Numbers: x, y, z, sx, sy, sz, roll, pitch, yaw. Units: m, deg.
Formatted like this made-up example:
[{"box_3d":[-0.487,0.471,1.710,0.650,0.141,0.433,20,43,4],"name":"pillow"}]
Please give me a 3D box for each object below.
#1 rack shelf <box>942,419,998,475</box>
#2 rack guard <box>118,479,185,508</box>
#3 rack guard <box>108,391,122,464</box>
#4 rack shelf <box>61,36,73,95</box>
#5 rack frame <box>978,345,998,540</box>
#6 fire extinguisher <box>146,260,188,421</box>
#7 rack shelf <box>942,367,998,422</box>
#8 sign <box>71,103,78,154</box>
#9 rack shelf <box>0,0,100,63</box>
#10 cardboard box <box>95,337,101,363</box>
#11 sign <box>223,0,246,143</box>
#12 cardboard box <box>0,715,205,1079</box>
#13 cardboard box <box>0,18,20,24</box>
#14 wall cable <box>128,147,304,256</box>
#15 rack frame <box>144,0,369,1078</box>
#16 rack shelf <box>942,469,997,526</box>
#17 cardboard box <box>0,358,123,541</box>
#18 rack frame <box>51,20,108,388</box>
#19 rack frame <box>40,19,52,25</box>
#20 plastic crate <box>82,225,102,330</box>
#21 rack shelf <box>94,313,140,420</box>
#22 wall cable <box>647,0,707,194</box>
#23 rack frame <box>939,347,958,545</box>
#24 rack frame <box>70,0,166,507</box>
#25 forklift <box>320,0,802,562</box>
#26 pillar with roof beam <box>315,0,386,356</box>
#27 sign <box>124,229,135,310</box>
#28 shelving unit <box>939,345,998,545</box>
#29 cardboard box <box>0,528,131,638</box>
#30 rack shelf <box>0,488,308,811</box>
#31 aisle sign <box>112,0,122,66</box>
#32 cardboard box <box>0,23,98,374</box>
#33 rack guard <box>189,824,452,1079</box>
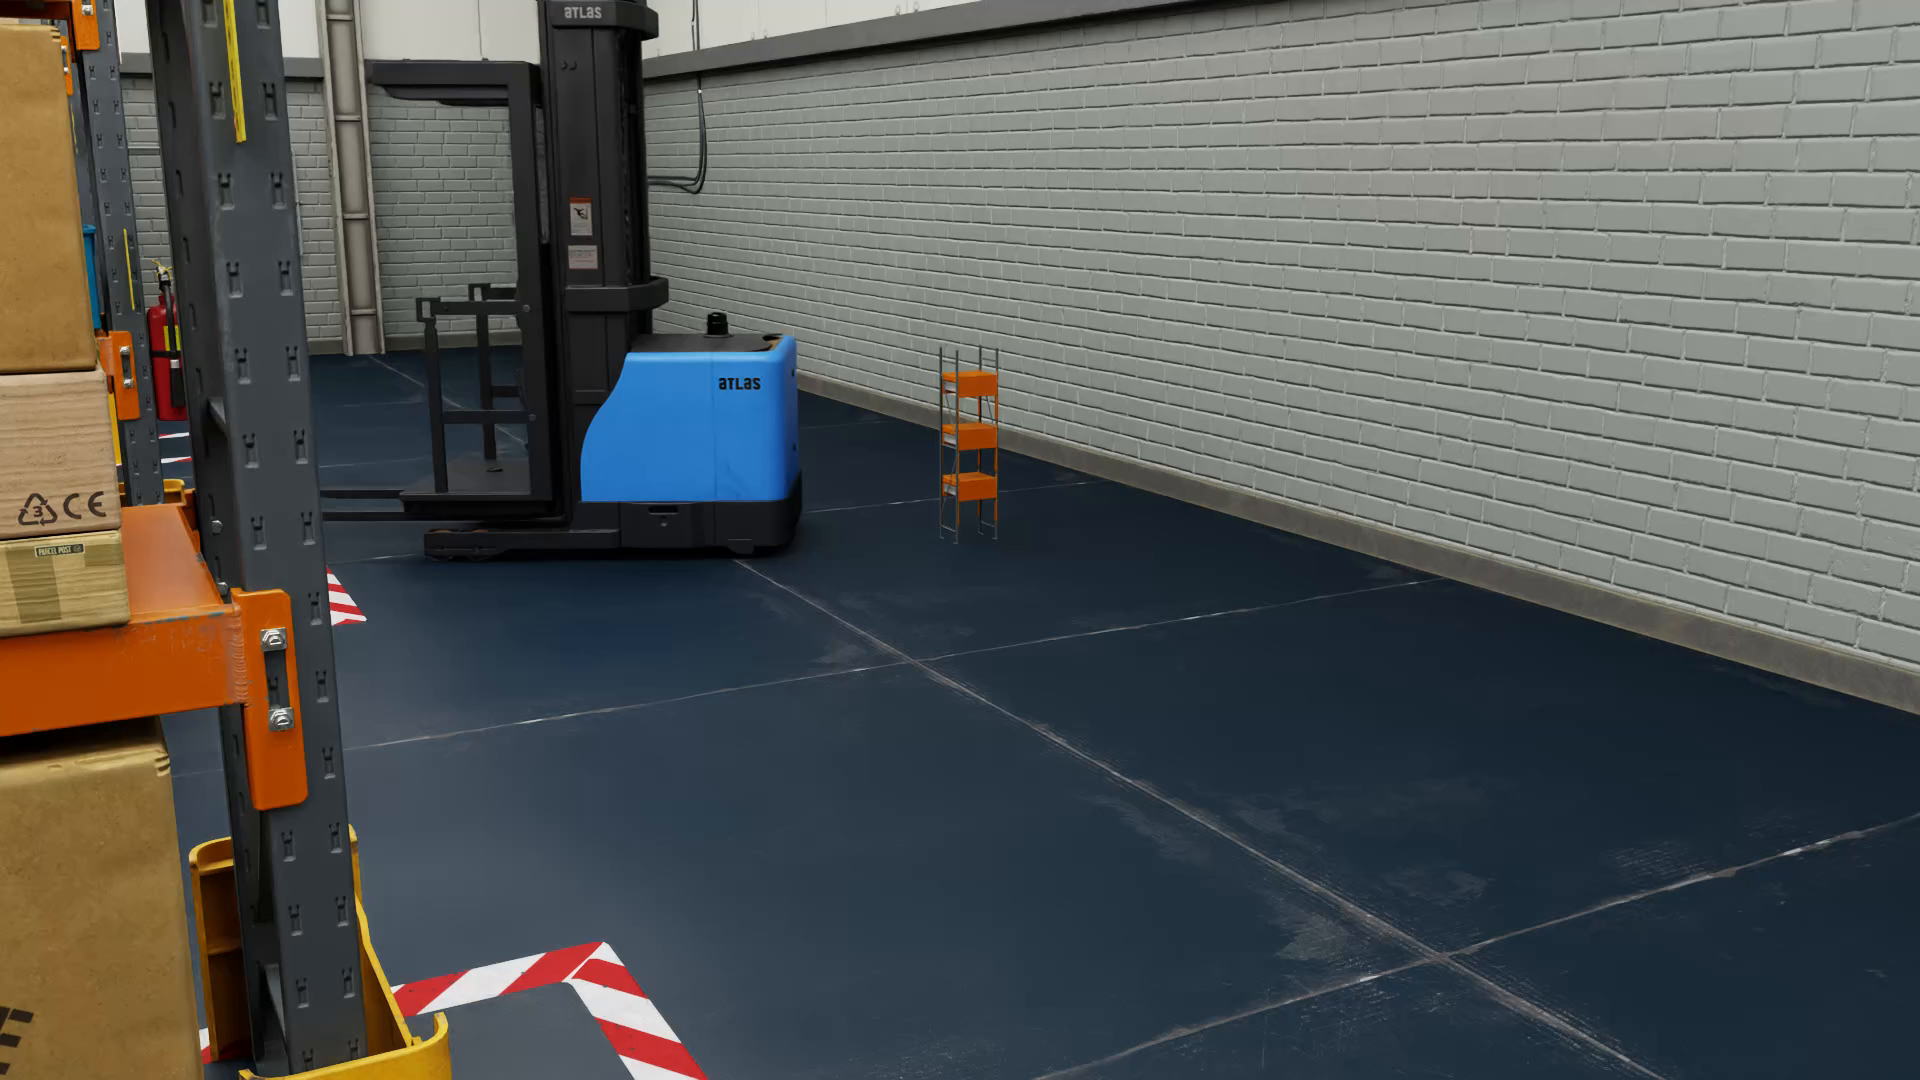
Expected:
[{"box_3d":[0.047,-0.507,9.021,0.240,0.259,0.215,-7,14,-28],"name":"rack shelf"},{"box_3d":[-3.699,0.071,7.653,0.348,0.500,1.175,-7,14,-28],"name":"rack guard"},{"box_3d":[-6.150,-0.871,11.839,0.348,0.500,1.175,-7,14,-28],"name":"rack guard"},{"box_3d":[-7.839,-3.000,10.415,4.000,0.370,1.077,-7,14,-28],"name":"rack shelf"},{"box_3d":[0.154,-0.531,9.076,0.008,1.050,0.200,-7,14,-28],"name":"rack frame"},{"box_3d":[-3.363,-0.852,7.087,0.183,0.674,0.296,-7,14,-28],"name":"fire extinguisher"},{"box_3d":[0.047,-0.784,8.959,0.240,0.259,0.215,-7,14,-28],"name":"rack shelf"},{"box_3d":[-5.835,-2.708,10.953,0.005,0.325,0.100,-7,14,-28],"name":"sign"},{"box_3d":[-5.469,-2.045,6.171,4.000,0.370,1.077,-7,14,-28],"name":"rack shelf"},{"box_3d":[-1.891,-0.262,3.106,0.500,0.250,0.500,-7,15,-29],"name":"cardboard box"},{"box_3d":[-1.093,-0.763,2.491,0.005,0.325,0.100,-7,14,-28],"name":"sign"},{"box_3d":[-1.864,0.726,2.935,0.875,0.875,0.875,-7,14,-28],"name":"cardboard box"},{"box_3d":[-6.408,-3.383,10.821,0.500,0.250,0.500,-7,14,-28],"name":"cardboard box"},{"box_3d":[-7.790,-3.865,17.137,1.851,1.984,0.084,-7,14,-28],"name":"wall cable"},{"box_3d":[-1.340,-0.189,3.115,0.127,3.000,1.000,-7,14,-28],"name":"rack frame"},{"box_3d":[0.047,-0.236,9.082,0.240,0.259,0.215,-7,14,-28],"name":"rack shelf"},{"box_3d":[-1.639,-0.158,2.645,0.500,0.250,0.500,-7,15,-29],"name":"cardboard box"},{"box_3d":[-6.084,-2.098,11.600,0.127,3.000,1.000,-7,14,-28],"name":"rack frame"},{"box_3d":[-8.460,-5.979,15.181,0.127,3.000,1.000,-7,14,-28],"name":"rack frame"},{"box_3d":[-3.918,-1.118,7.029,0.499,0.435,0.616,-7,14,-28],"name":"plastic crate"},{"box_3d":[-5.469,-0.582,6.500,4.000,0.370,1.077,-7,14,-28],"name":"rack shelf"},{"box_3d":[-3.325,-4.990,17.860,0.112,2.526,3.097,-7,14,-28],"name":"wall cable"},{"box_3d":[-0.060,-0.505,8.962,0.008,1.050,0.200,-7,14,-28],"name":"rack frame"},{"box_3d":[-3.714,-1.143,7.356,0.127,3.000,1.000,-7,14,-28],"name":"rack frame"},{"box_3d":[-2.414,-1.435,8.808,3.031,2.935,1.130,0,13,-1],"name":"forklift"},{"box_3d":[-4.442,-5.600,13.498,0.400,9.000,9.100,-7,14,-28],"name":"pillar with roof beam"},{"box_3d":[-3.436,-1.118,6.875,0.005,0.325,0.100,-7,14,-28],"name":"sign"},{"box_3d":[0.047,-0.518,9.019,0.252,1.050,0.215,-7,14,-28],"name":"shelving unit"},{"box_3d":[-1.495,0.035,2.694,0.250,0.149,0.380,-7,14,-27],"name":"cardboard box"},{"box_3d":[-3.096,0.373,2.259,4.000,0.370,1.077,-7,14,-28],"name":"rack shelf"},{"box_3d":[-3.510,-2.362,6.854,0.004,0.787,0.394,-7,14,-28],"name":"aisle sign"},{"box_3d":[-1.642,-0.524,2.564,0.500,0.500,0.500,-7,14,-27],"name":"cardboard box"},{"box_3d":[-1.319,1.028,3.401,0.348,0.500,1.175,-7,14,-28],"name":"rack guard"}]
